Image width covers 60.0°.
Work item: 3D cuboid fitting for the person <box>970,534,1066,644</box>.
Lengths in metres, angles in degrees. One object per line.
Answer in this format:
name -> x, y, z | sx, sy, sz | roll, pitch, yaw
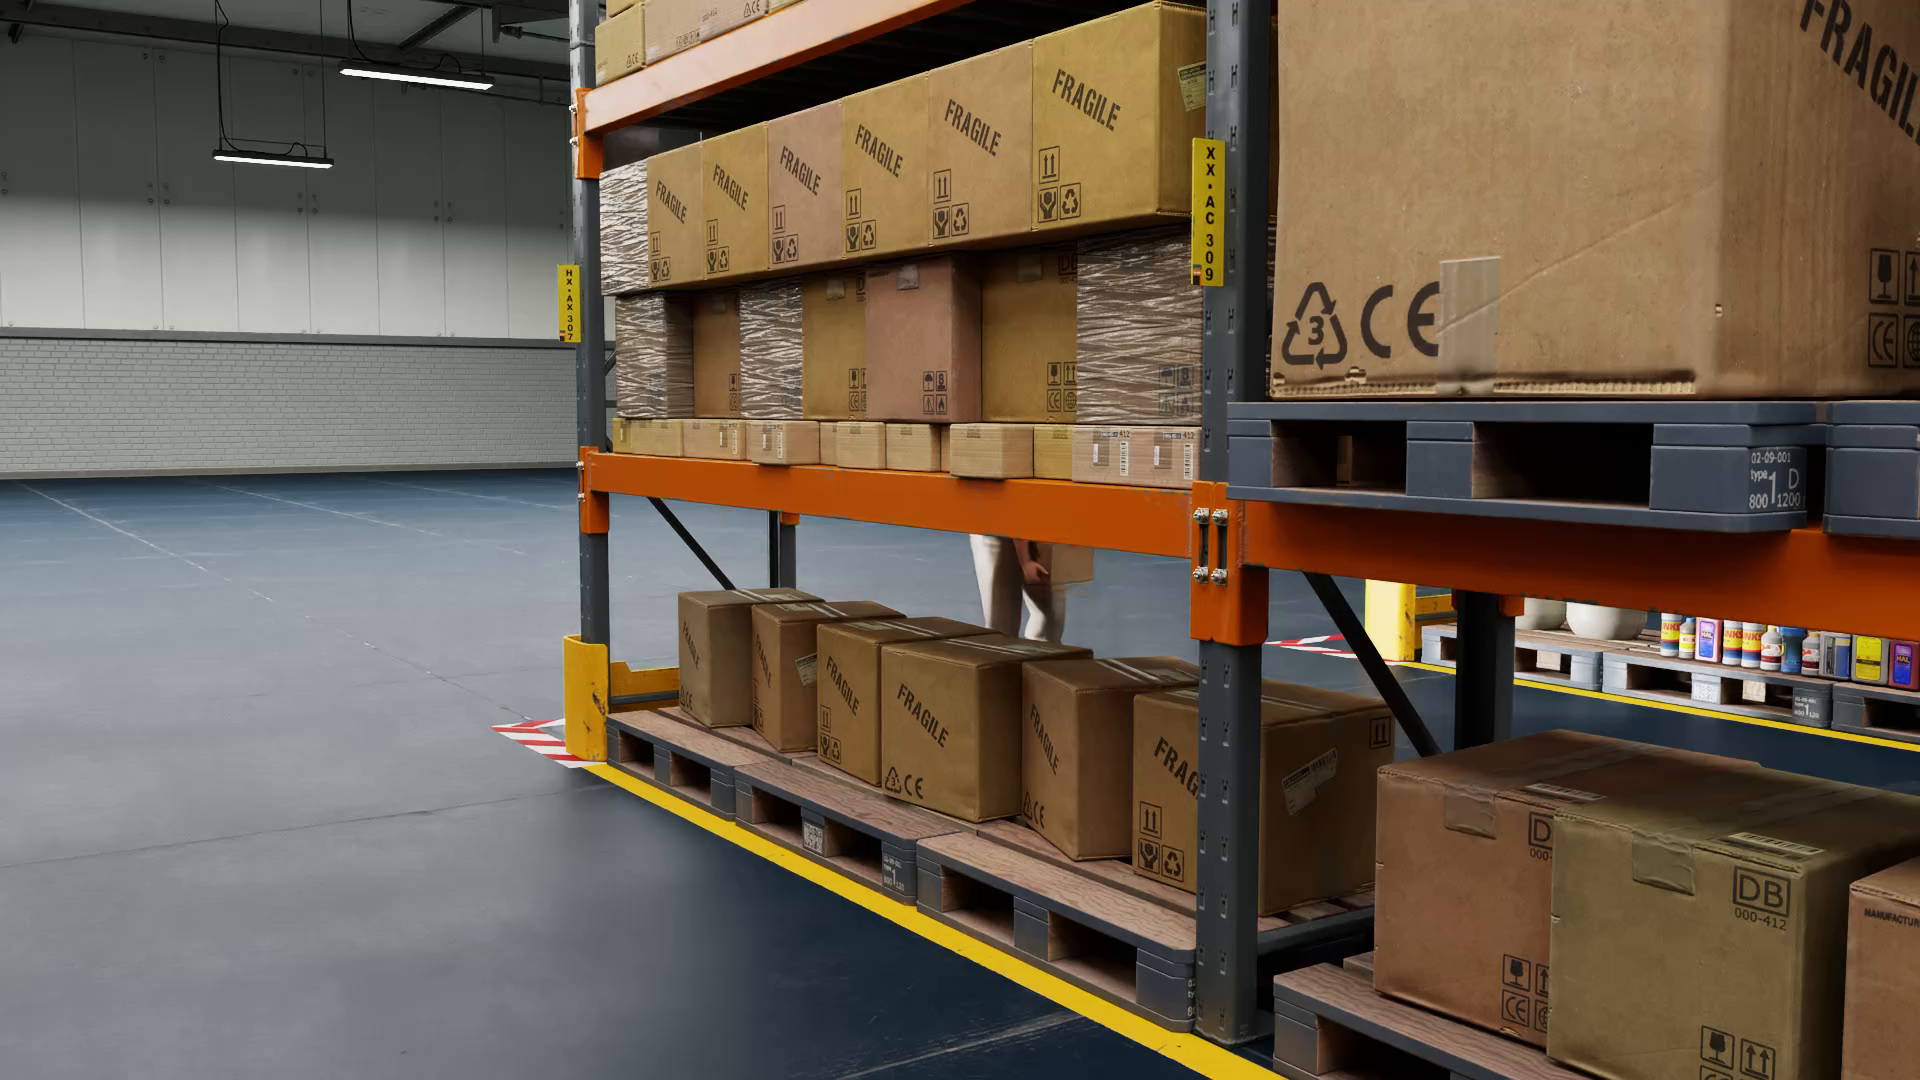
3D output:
person -> 0.355, 0.047, 7.846 | 0.469, 1.656, 0.569 | -3, 6, -35
